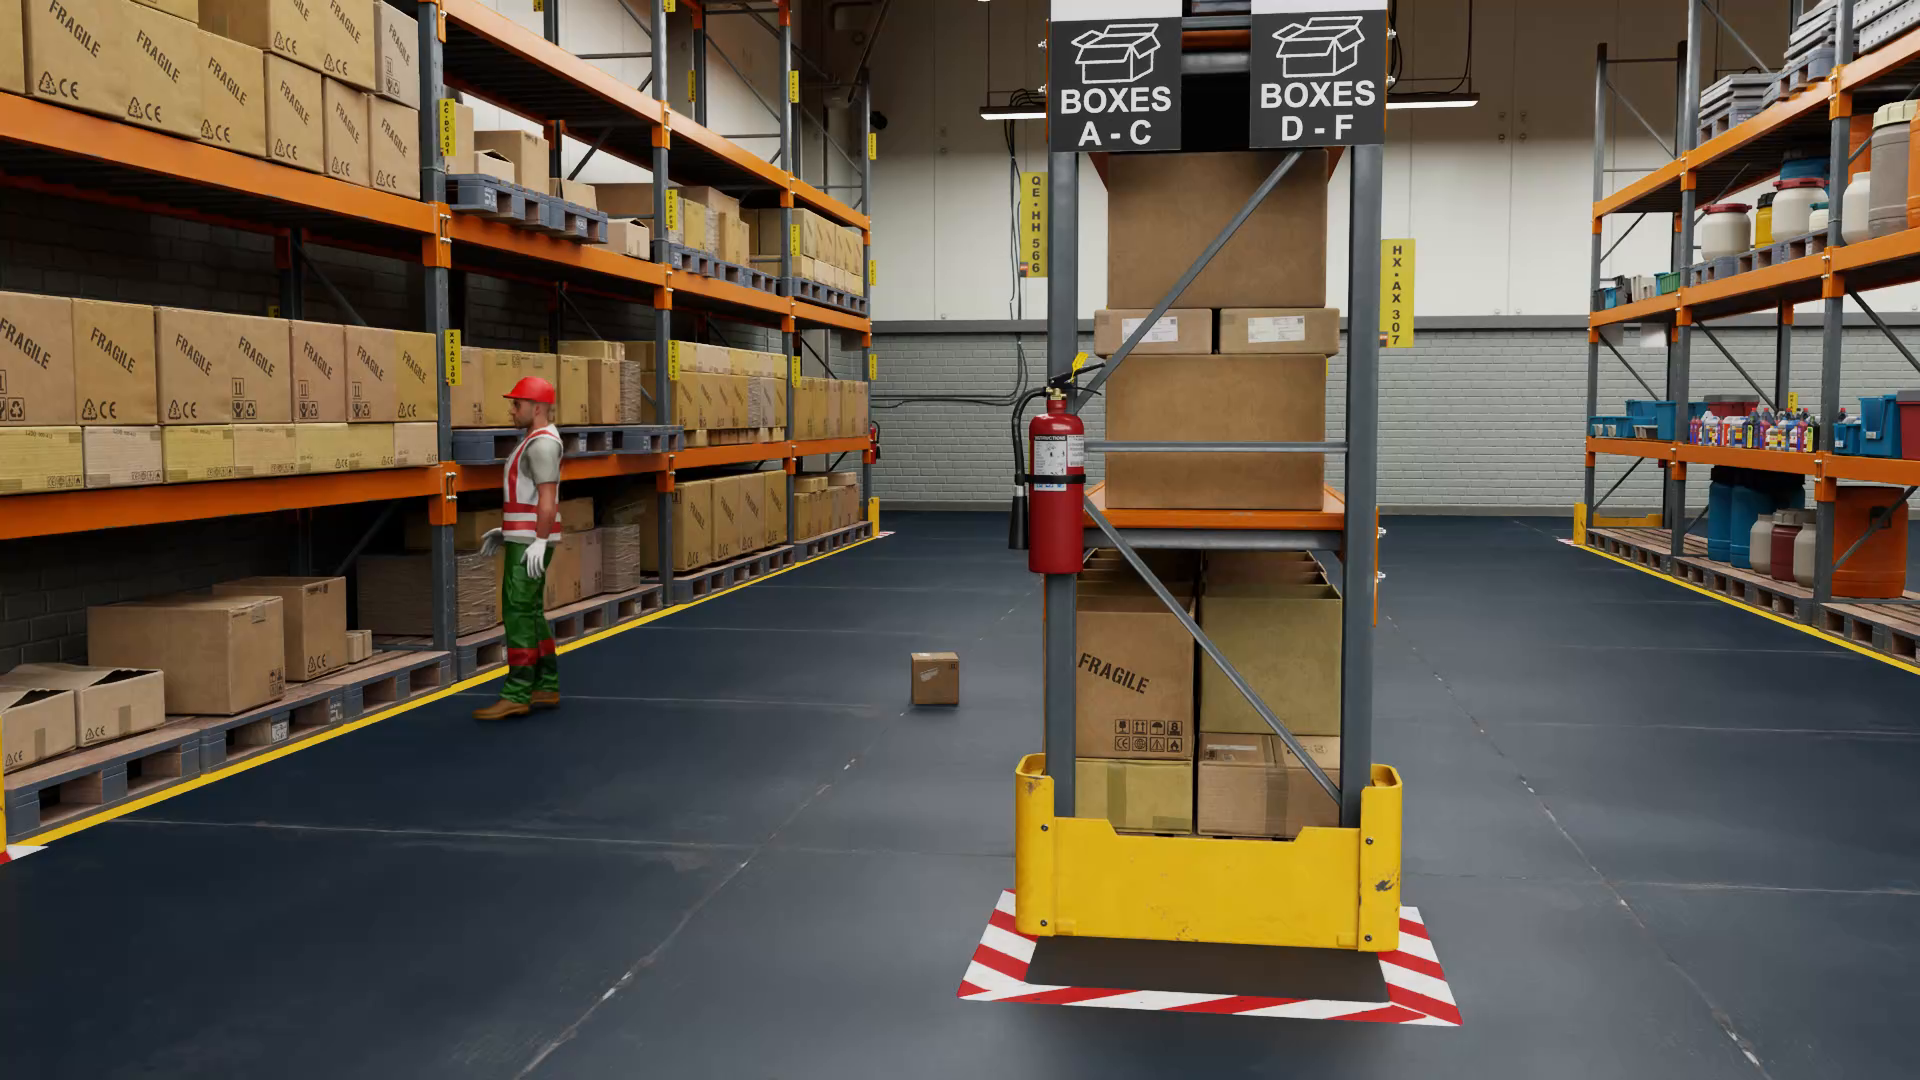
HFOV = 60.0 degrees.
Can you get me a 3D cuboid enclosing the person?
[{"bbox_3d":[-2.374,0.031,8.907,0.500,1.805,0.586,-1,5,-17],"label":"person"}]
